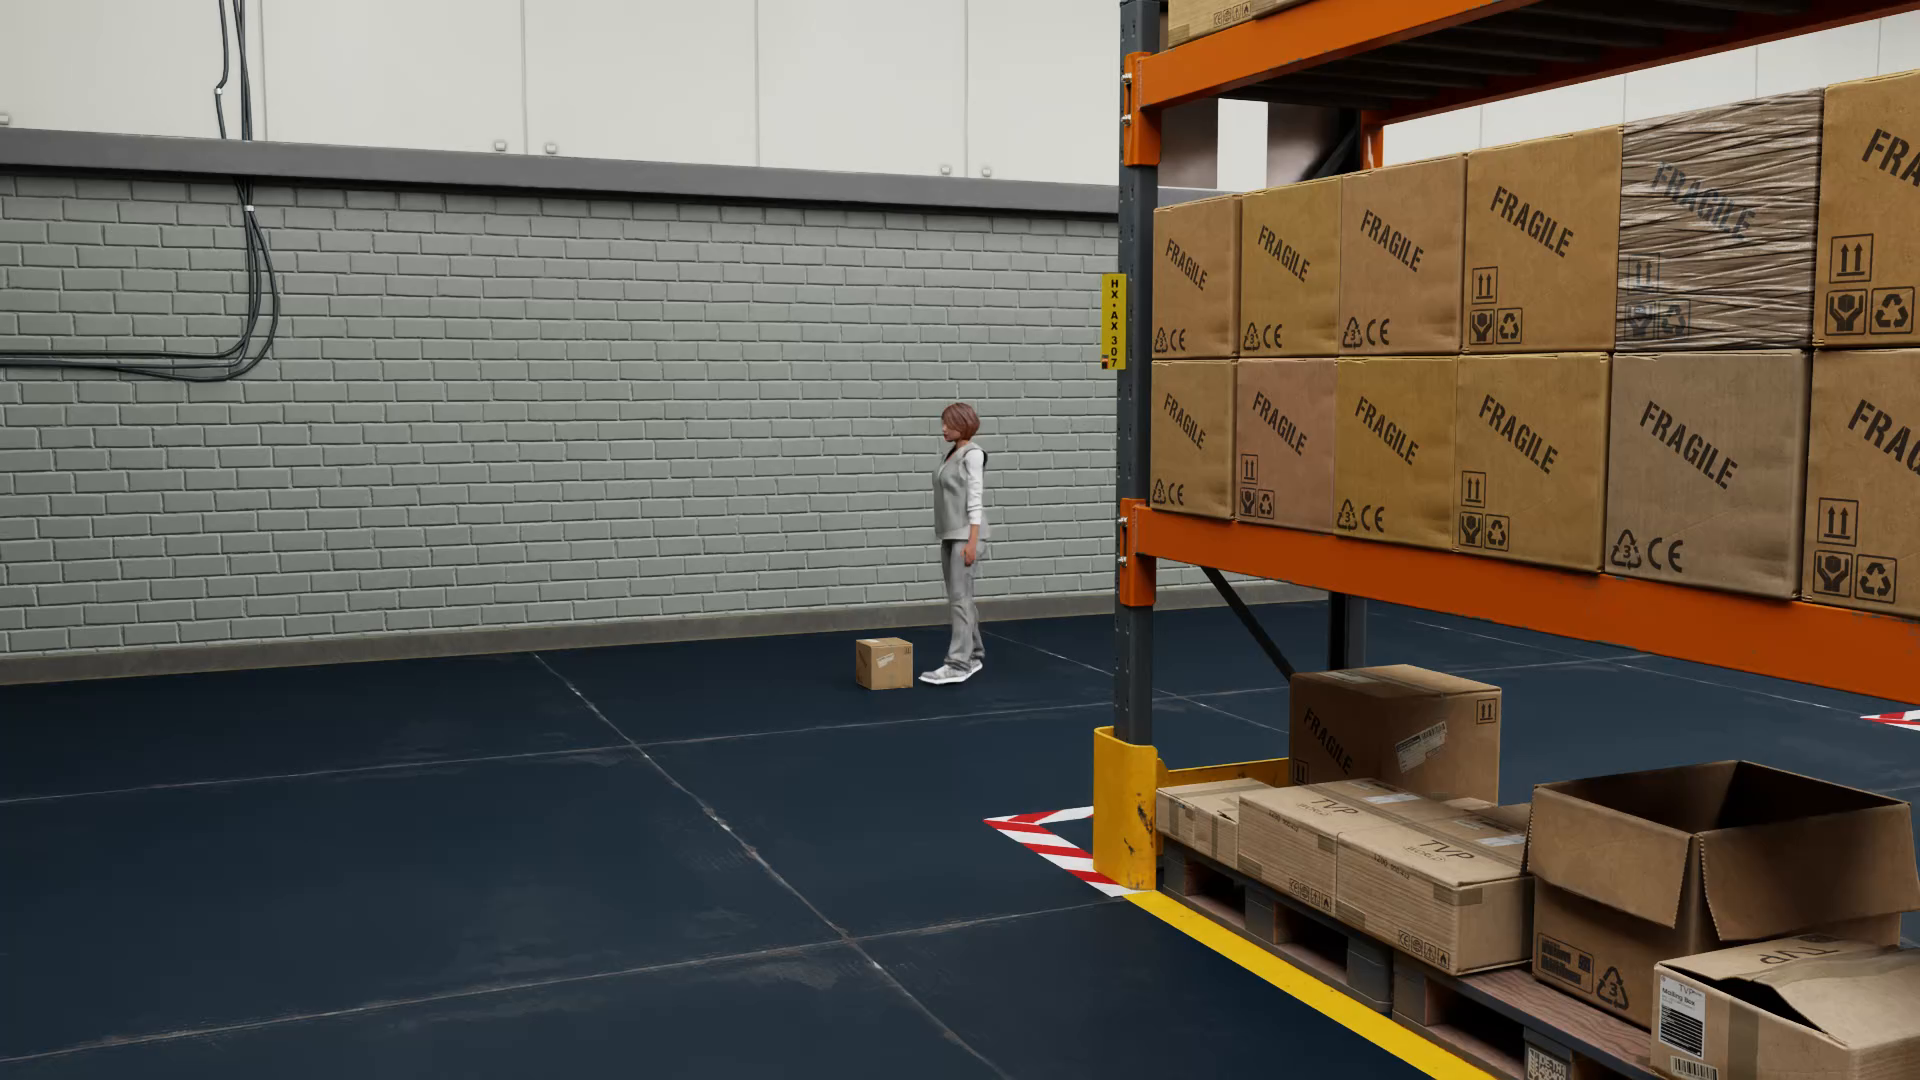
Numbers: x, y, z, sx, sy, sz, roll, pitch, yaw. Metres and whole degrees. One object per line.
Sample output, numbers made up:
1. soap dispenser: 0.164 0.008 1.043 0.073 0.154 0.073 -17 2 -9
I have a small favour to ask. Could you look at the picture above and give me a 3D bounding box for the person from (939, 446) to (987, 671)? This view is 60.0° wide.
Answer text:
1. person: 0.040 0.104 9.580 0.363 1.285 0.432 -2 6 -22
